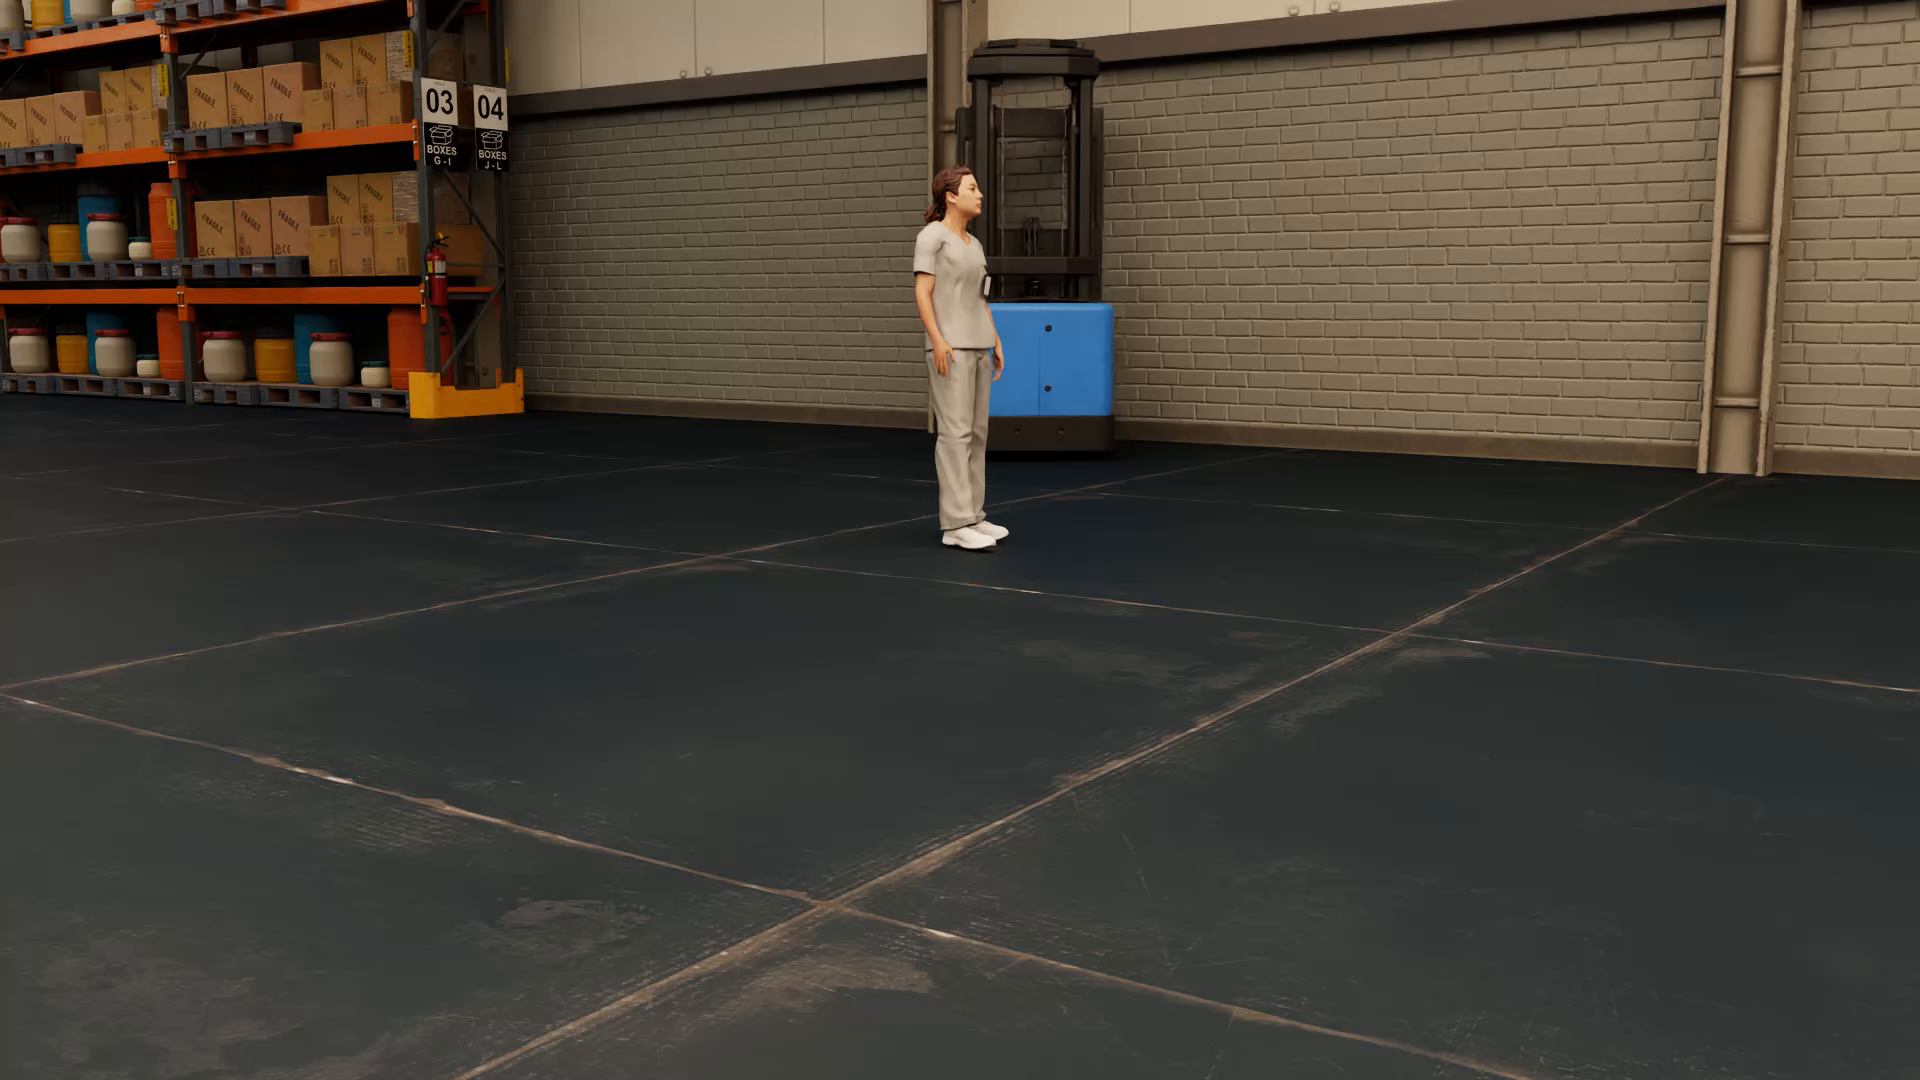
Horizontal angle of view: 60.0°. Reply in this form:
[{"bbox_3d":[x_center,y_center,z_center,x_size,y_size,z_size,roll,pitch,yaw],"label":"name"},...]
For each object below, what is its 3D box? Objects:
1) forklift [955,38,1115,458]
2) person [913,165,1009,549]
[{"bbox_3d":[0.513,-2.199,12.656,1.130,2.935,3.031,0,8,-1],"label":"forklift"},{"bbox_3d":[0.054,-0.821,7.433,0.548,1.656,0.549,5,10,34],"label":"person"}]
